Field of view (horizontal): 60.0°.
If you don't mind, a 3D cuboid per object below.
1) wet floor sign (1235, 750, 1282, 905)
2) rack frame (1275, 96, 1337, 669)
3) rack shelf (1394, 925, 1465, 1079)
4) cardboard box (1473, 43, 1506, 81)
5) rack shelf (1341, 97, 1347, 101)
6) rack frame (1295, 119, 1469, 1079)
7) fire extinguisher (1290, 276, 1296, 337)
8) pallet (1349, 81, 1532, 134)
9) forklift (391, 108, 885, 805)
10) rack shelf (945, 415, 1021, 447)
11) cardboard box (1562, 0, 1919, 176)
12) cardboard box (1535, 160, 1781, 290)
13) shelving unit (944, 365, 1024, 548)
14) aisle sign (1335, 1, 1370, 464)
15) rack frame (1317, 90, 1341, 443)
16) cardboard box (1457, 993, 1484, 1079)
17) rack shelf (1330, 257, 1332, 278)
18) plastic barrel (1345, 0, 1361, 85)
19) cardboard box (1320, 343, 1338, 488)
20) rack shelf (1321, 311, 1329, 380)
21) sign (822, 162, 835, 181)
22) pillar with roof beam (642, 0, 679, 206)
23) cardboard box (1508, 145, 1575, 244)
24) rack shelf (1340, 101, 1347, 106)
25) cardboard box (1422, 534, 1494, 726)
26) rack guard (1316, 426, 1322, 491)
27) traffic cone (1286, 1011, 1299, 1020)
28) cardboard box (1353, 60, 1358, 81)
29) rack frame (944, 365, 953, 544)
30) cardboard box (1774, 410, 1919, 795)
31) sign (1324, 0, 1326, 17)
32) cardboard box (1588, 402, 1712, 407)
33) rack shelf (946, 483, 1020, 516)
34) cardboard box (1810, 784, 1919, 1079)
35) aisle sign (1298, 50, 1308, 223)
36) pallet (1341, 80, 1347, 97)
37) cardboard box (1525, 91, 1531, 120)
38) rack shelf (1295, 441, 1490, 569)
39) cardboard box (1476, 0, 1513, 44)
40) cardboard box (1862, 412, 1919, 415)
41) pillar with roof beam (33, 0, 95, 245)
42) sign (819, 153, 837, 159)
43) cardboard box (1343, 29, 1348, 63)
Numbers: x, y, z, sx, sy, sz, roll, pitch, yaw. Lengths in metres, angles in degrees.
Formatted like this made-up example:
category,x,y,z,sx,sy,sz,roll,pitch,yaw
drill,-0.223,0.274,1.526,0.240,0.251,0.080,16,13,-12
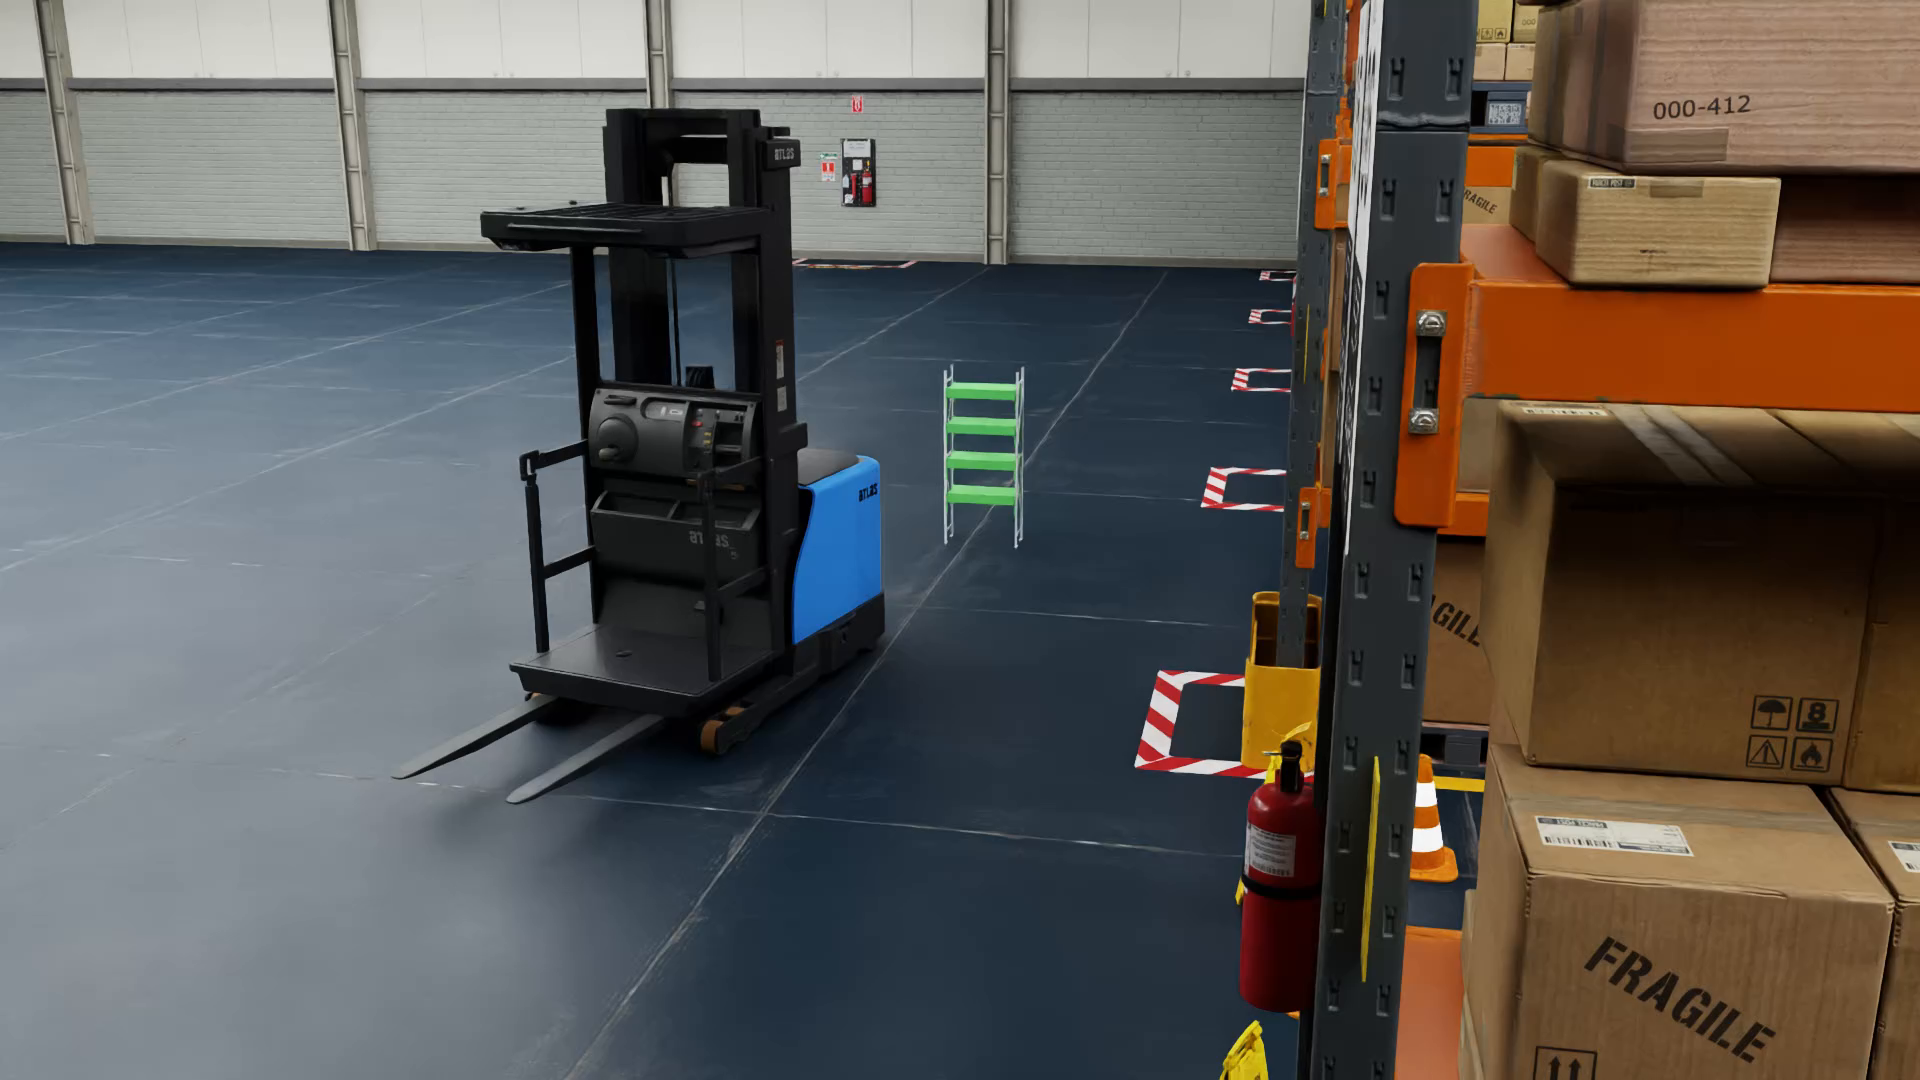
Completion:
category,x,y,z,sx,sy,sz,roll,pitch,yaw
wet floor sign,1.184,1.116,6.253,0.232,0.644,0.267,0,15,1
rack frame,1.607,-0.535,7.803,0.127,3.000,1.000,3,16,11
rack shelf,2.679,1.219,2.821,4.000,0.370,1.077,3,16,11
cardboard box,2.129,-1.994,6.950,0.250,0.149,0.380,3,16,12
rack shelf,7.616,-6.707,25.813,4.000,0.370,1.077,3,16,11
rack frame,0.720,0.766,3.109,0.127,3.000,1.000,3,16,11
fire extinguisher,2.674,-1.916,12.935,0.183,0.674,0.296,3,16,11
pallet,2.336,-1.901,7.282,1.213,0.211,1.003,3,16,11
forklift,-1.489,-0.529,7.910,1.130,2.935,3.031,7,17,23
rack shelf,0.162,-0.739,11.253,0.480,0.148,0.258,3,16,11
cardboard box,1.159,-0.655,2.341,0.500,0.250,0.500,3,16,10
cardboard box,0.980,-0.456,2.372,0.250,0.149,0.380,3,16,11
shelving unit,0.162,-0.569,11.300,0.503,1.200,0.258,3,16,11
aisle sign,0.717,-0.566,3.048,0.004,0.787,0.394,3,16,11
rack frame,2.694,-1.827,12.468,0.127,3.000,1.000,3,16,11
cardboard box,1.011,0.959,2.882,0.250,0.149,0.380,3,16,11
rack shelf,5.641,-2.669,16.857,4.000,0.370,1.077,3,16,11
plastic barrel,4.183,-4.985,16.658,0.708,0.830,0.600,3,16,11
cardboard box,1.980,-0.599,7.755,0.550,0.550,0.875,3,16,11
rack shelf,4.654,-1.374,12.180,4.000,0.370,1.077,3,16,11
sign,-2.301,-6.437,29.046,0.234,0.329,0.001,3,16,11
pillar with roof beam,-6.103,-8.307,24.622,0.400,9.000,9.100,3,16,11
cardboard box,1.125,-0.613,2.938,0.250,0.149,0.380,3,16,11
rack shelf,6.632,-5.411,21.134,4.000,0.370,1.077,3,16,11
cardboard box,2.285,0.306,7.963,0.875,0.875,0.875,3,16,11
rack guard,2.769,-0.618,12.787,0.348,0.500,1.175,3,16,11
traffic cone,1.286,1.365,5.697,0.334,0.463,0.336,3,16,11
cardboard box,2.918,-3.317,11.763,0.250,0.149,0.380,3,16,11
rack frame,-0.077,-0.582,11.347,0.015,1.200,0.240,3,16,11
cardboard box,1.758,0.091,2.926,0.500,0.500,0.700,3,16,12
sign,1.490,-2.295,6.753,0.005,0.325,0.100,3,16,11
cardboard box,3.047,-0.513,7.444,0.550,0.550,0.875,3,16,11
rack shelf,0.162,-0.277,11.381,0.480,0.148,0.258,3,16,11
cardboard box,1.637,0.699,2.607,0.500,0.500,0.500,4,16,13
aisle sign,1.597,-1.870,7.753,0.004,0.787,0.394,3,16,11
pallet,5.360,-5.777,21.274,1.213,0.211,1.003,3,16,11
cardboard box,4.106,-3.054,11.559,0.500,0.250,0.500,3,16,11
rack shelf,3.567,-0.082,7.515,4.000,0.370,1.077,3,16,11
cardboard box,2.029,-2.209,6.979,0.500,0.250,0.500,3,16,11
cardboard box,4.114,-0.494,7.374,0.550,0.550,0.875,3,16,11
pillar with roof beam,-17.863,-8.945,26.927,0.400,9.000,9.100,3,16,11
sign,-2.298,-6.690,28.966,0.331,0.109,0.001,3,16,11
cardboard box,5.985,-7.615,25.648,0.500,0.500,0.500,2,16,7
